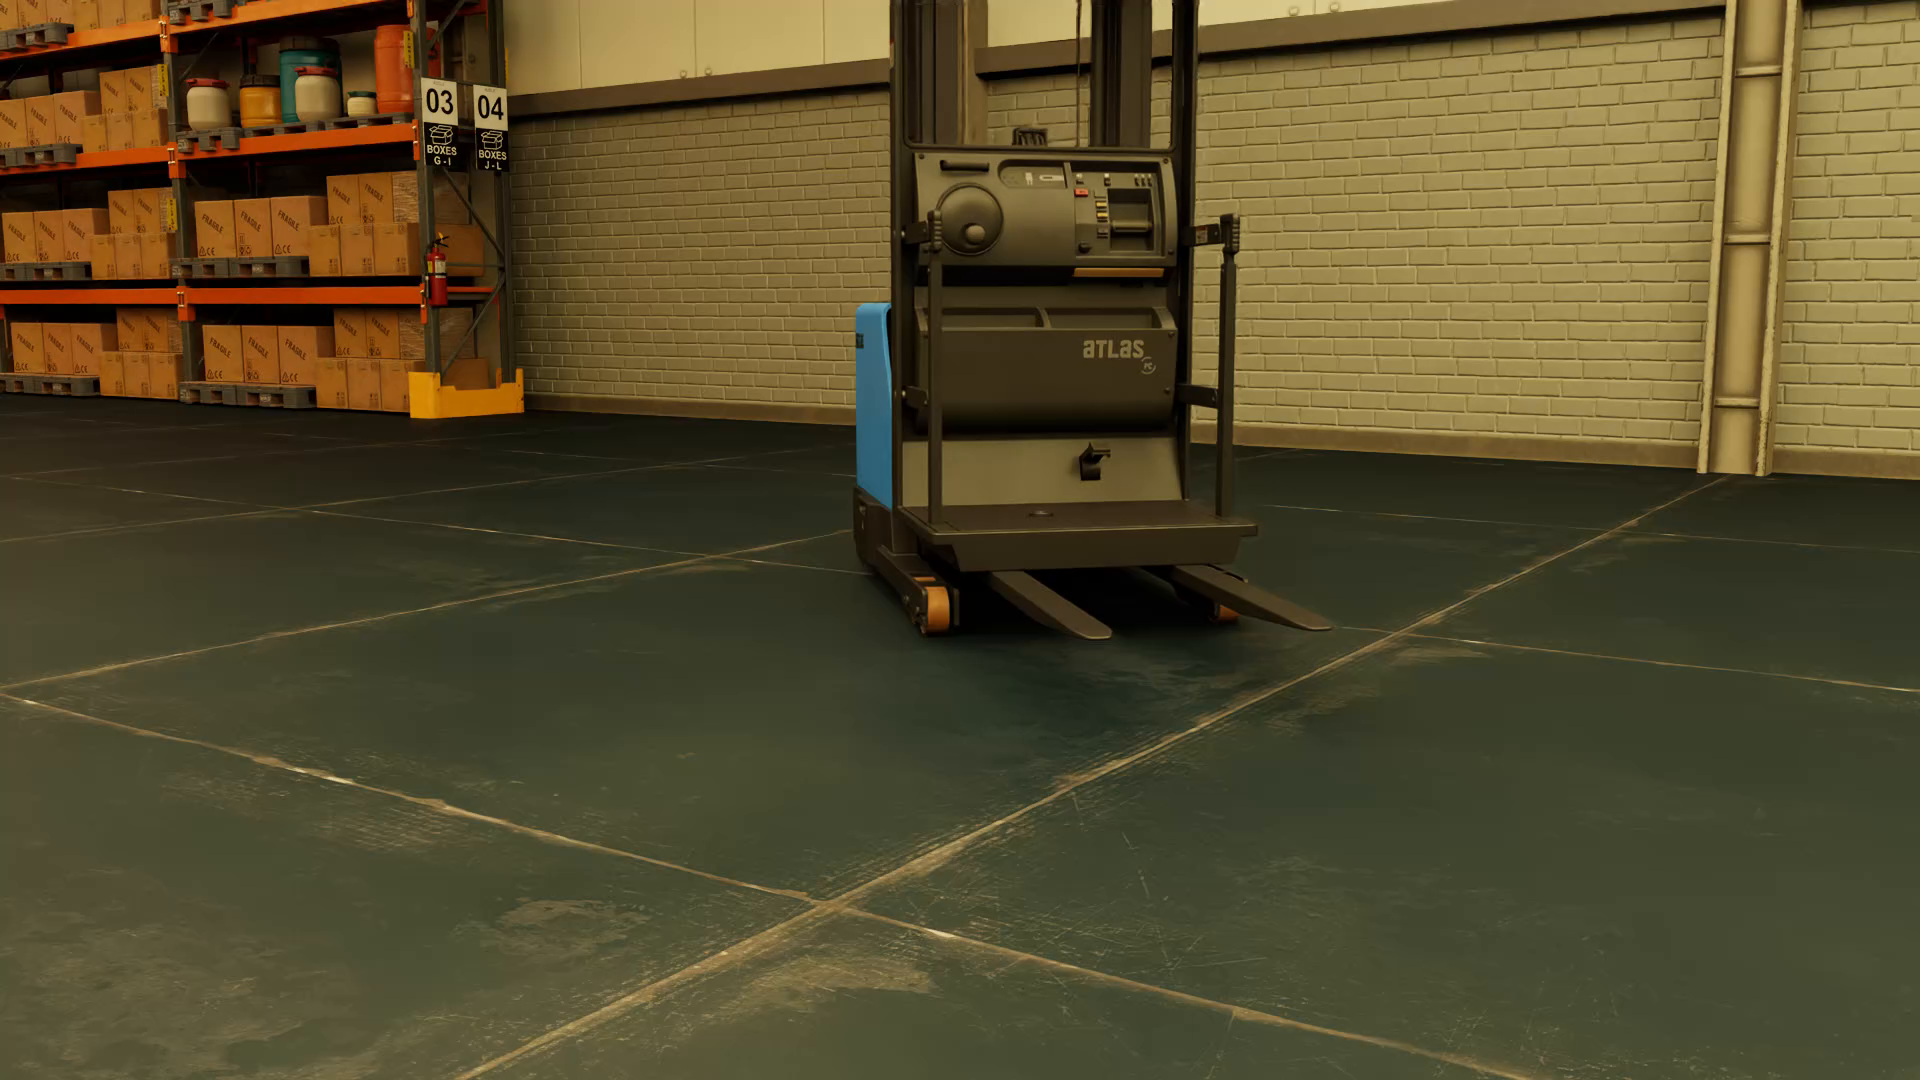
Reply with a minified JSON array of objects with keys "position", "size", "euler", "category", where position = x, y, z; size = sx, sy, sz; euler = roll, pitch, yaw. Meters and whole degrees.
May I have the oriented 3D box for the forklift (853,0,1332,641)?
[{"position":[0.349,-1.197,5.610],"size":[1.130,2.935,3.031],"euler":[-2,8,-12],"category":"forklift"}]
